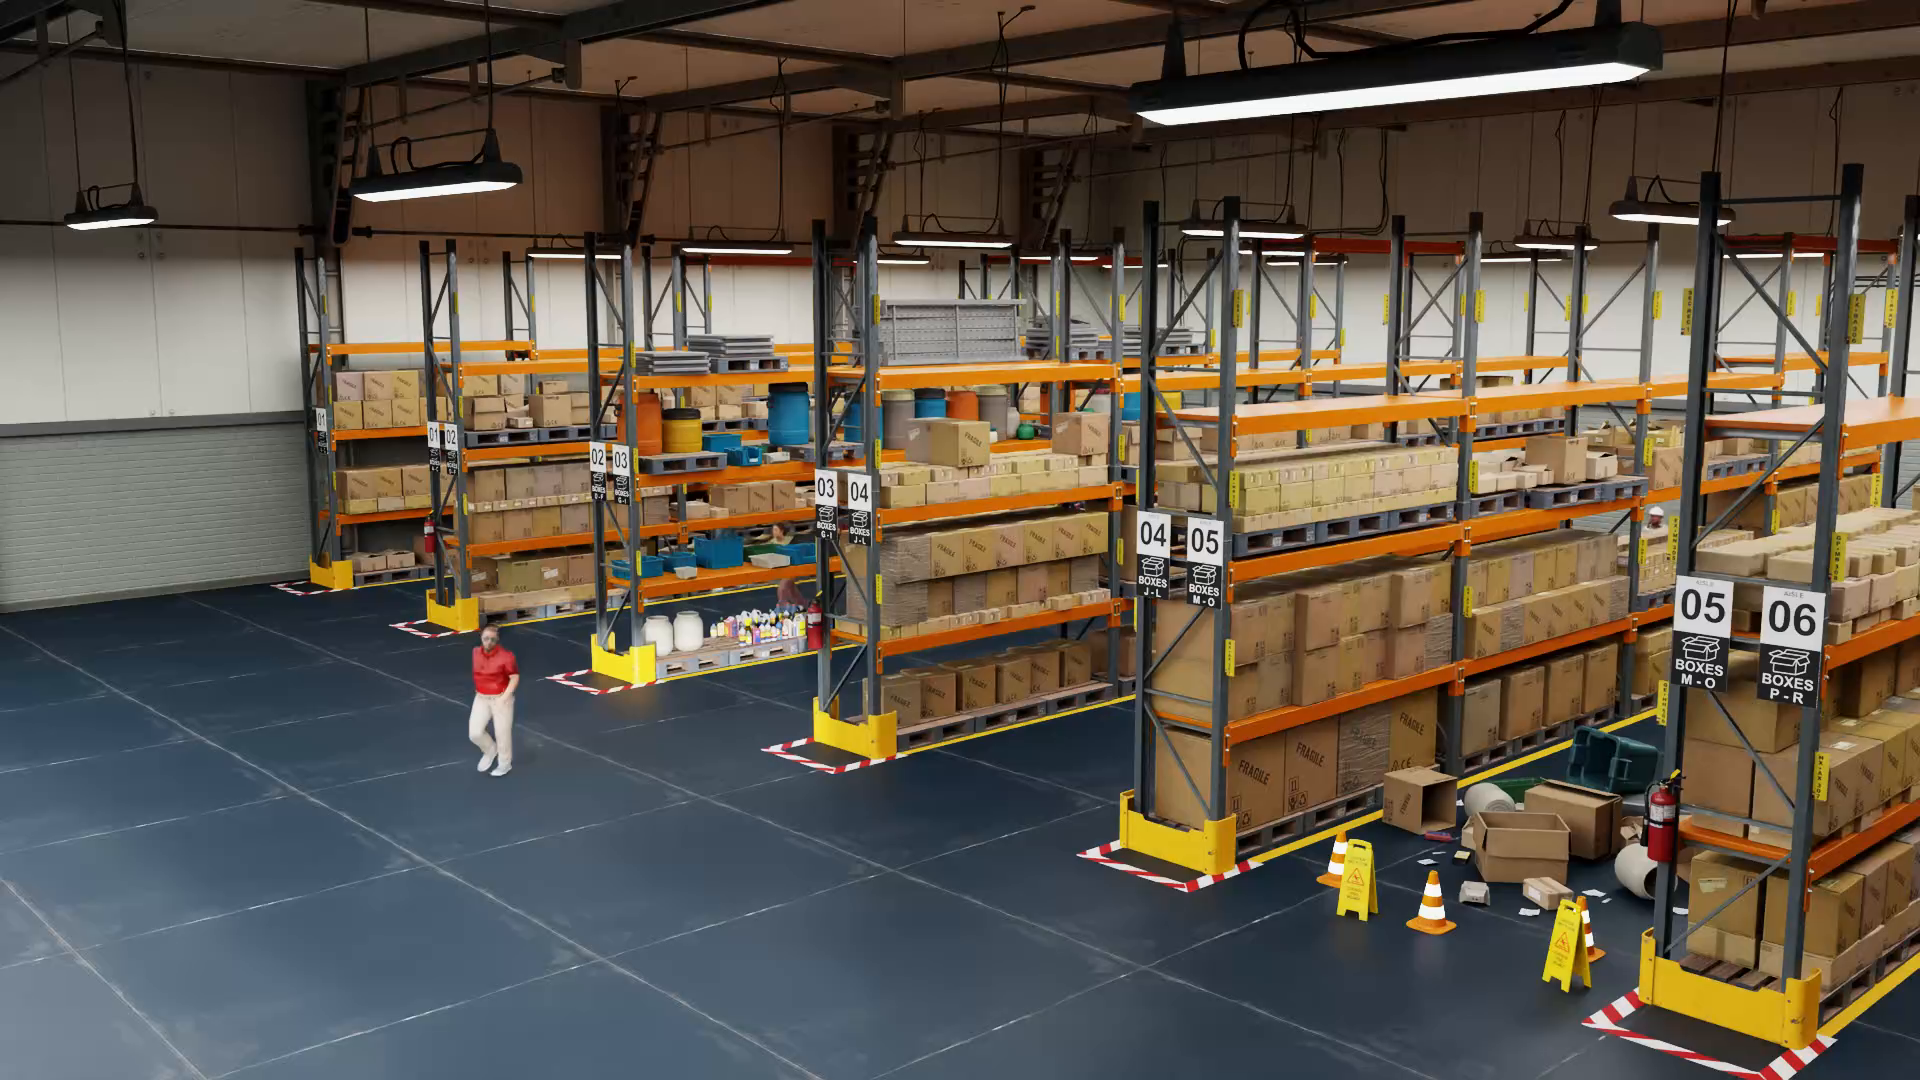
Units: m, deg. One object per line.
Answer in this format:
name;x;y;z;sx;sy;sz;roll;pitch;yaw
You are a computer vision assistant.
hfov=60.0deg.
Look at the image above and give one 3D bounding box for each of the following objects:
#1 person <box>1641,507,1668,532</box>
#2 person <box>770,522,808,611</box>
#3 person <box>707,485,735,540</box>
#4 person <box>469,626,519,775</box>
person;11.218;0.368;26.832;0.832;1.825;0.633;-8;11;-42
person;-2.710;0.509;26.300;0.575;1.644;0.934;7;11;39
person;-4.617;-0.320;32.192;0.738;1.569;0.852;5;10;29
person;-5.003;1.737;17.806;0.666;1.687;0.810;1;8;8
